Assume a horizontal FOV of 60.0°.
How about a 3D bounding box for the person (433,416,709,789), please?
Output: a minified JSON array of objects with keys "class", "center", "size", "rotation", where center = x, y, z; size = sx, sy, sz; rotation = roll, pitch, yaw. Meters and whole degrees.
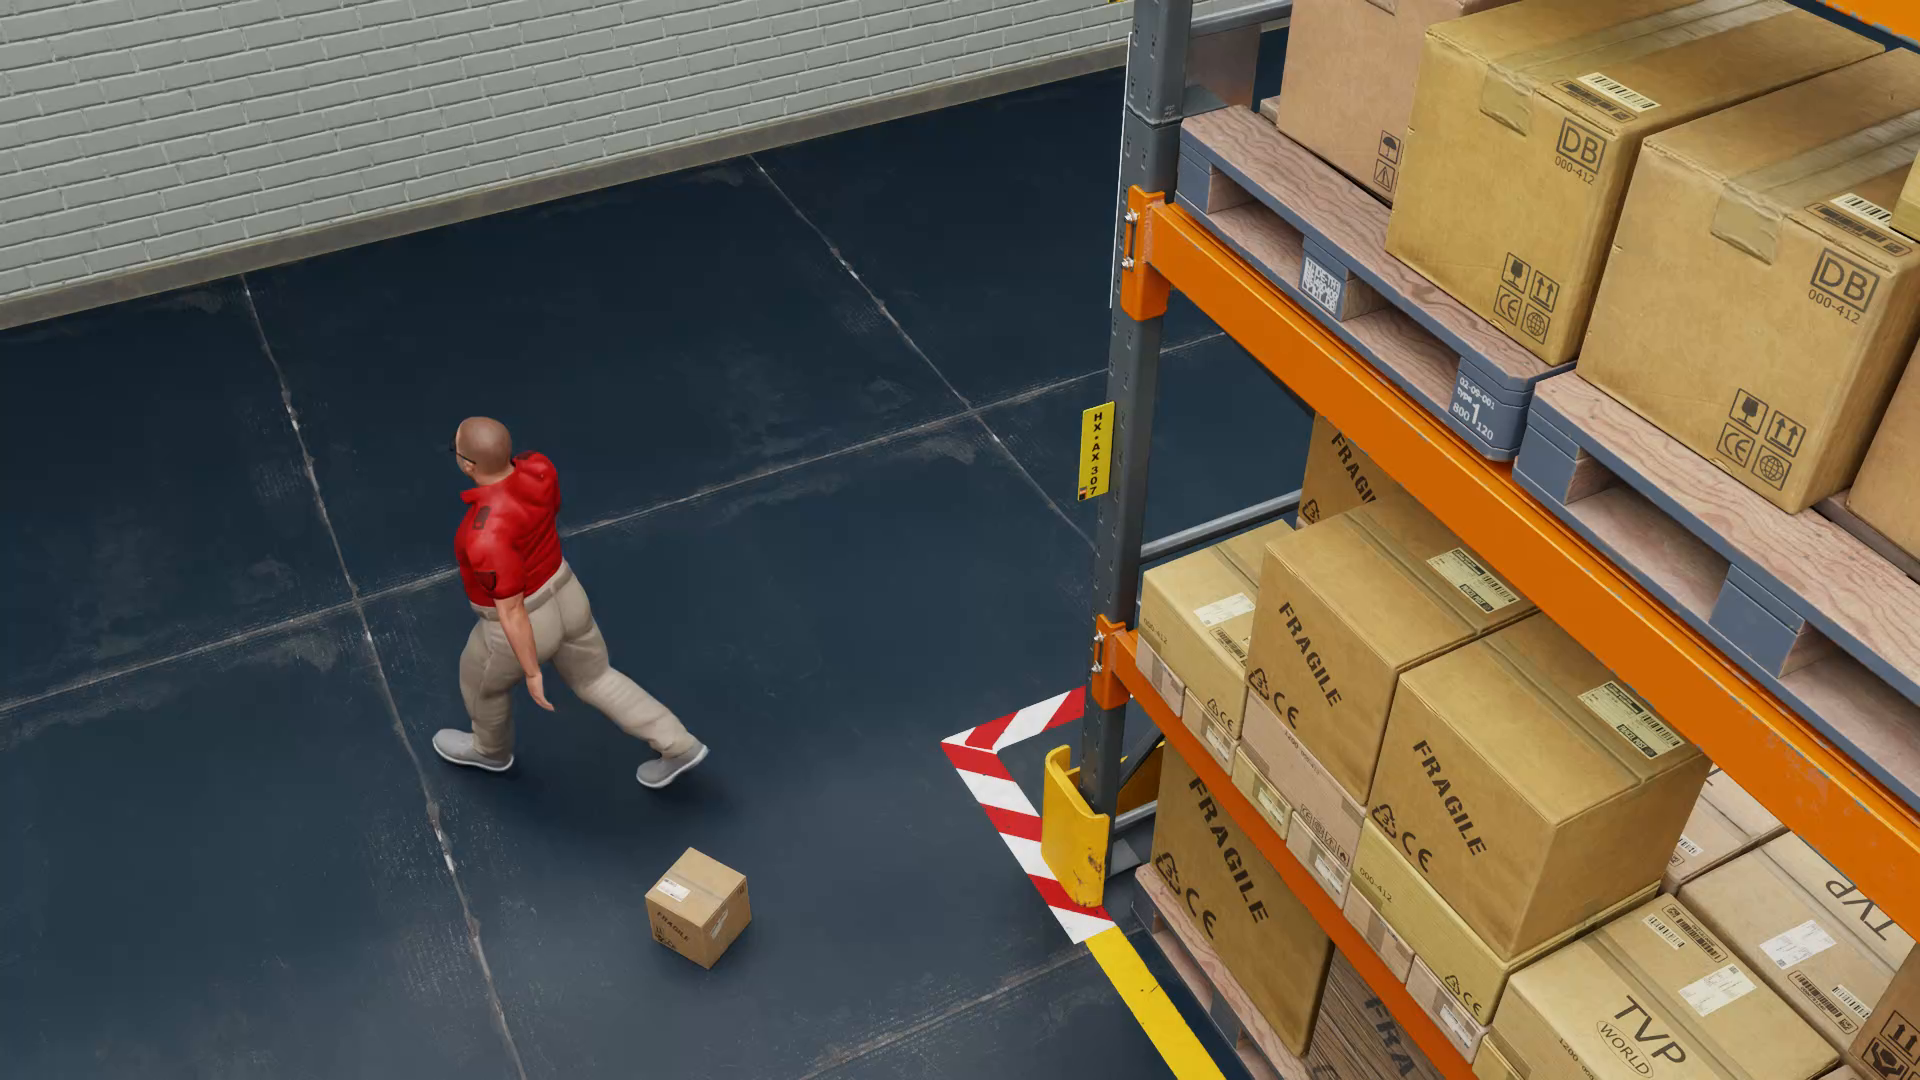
[{"class":"person","center":[-1.493,0.254,5.900],"size":[1.095,1.663,0.580],"rotation":[16,43,17]}]
